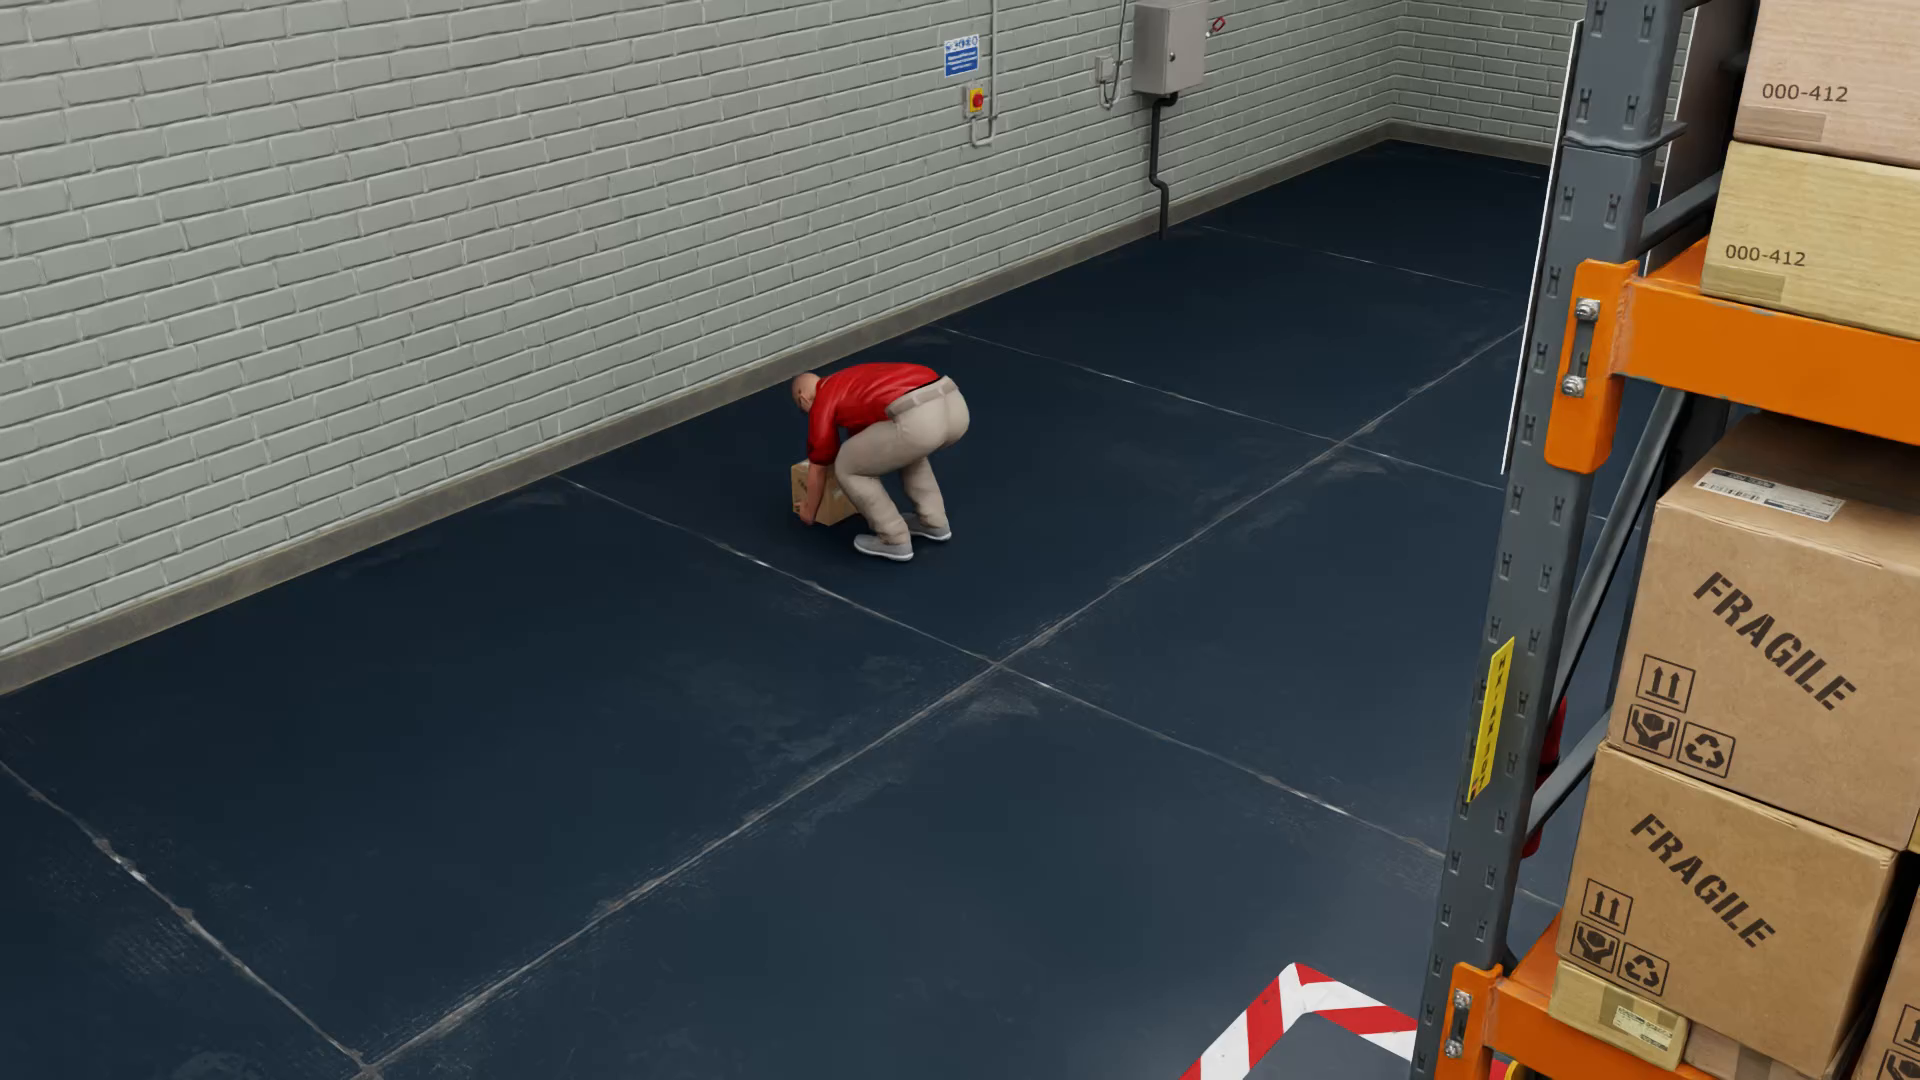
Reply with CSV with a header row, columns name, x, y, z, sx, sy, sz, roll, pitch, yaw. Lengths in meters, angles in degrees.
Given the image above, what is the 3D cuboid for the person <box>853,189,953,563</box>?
name,x,y,z,sx,sy,sz,roll,pitch,yaw
person,-0.259,-0.738,7.571,0.391,1.725,0.584,19,33,33
